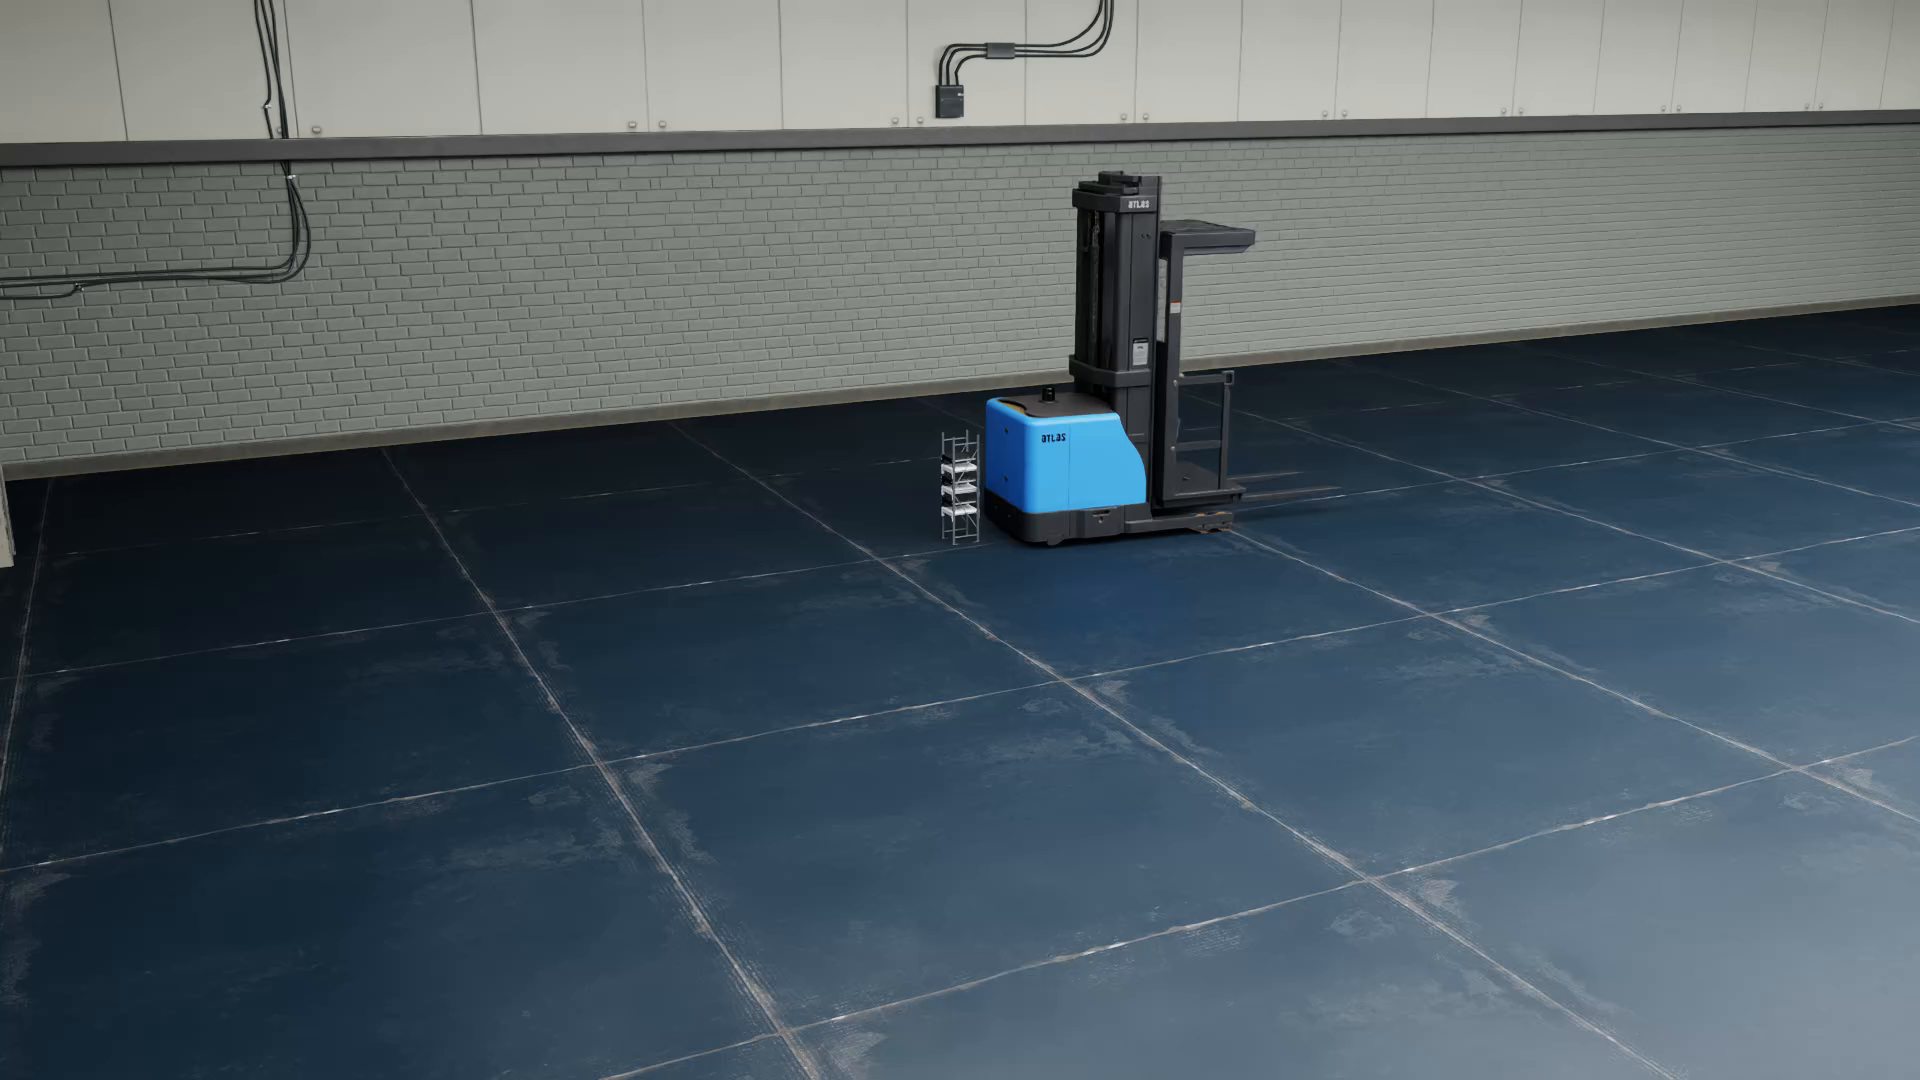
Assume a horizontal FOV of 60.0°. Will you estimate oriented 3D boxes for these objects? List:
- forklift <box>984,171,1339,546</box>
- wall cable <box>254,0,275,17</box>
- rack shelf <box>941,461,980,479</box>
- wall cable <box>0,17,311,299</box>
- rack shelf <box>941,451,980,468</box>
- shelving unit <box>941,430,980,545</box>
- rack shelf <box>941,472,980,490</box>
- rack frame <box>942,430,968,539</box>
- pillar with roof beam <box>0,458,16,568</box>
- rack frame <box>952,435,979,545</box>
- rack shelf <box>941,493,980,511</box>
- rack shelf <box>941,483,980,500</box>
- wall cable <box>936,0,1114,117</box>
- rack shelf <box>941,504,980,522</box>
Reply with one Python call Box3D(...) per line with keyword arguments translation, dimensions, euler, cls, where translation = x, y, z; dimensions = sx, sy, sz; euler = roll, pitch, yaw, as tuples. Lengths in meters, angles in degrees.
Box3D(translation=(1.777, -1.592, 13.986), dimensions=(3.031, 2.935, 1.130), euler=(-6, 17, -19), cls="forklift")
Box3D(translation=(-5.319, -6.304, 15.876), dimensions=(3.097, 2.526, 0.112), euler=(-8, 18, -25), cls="wall cable")
Box3D(translation=(0.004, -0.572, 13.579), dimensions=(0.258, 0.077, 0.200), euler=(-8, 18, -25), cls="rack shelf")
Box3D(translation=(-7.750, -3.549, 15.434), dimensions=(3.097, 2.526, 0.112), euler=(-8, 18, -25), cls="wall cable")
Box3D(translation=(0.004, -0.658, 13.554), dimensions=(0.258, 0.077, 0.200), euler=(-8, 18, -25), cls="rack shelf")
Box3D(translation=(0.004, -0.431, 13.620), dimensions=(0.258, 0.900, 0.210), euler=(-8, 18, -25), cls="shelving unit")
Box3D(translation=(0.004, -0.485, 13.604), dimensions=(0.258, 0.077, 0.200), euler=(-8, 18, -25), cls="rack shelf")
Box3D(translation=(-0.041, -0.456, 13.707), dimensions=(0.240, 0.900, 0.006), euler=(-8, 18, -25), cls="rack frame")
Box3D(translation=(-3.779, -4.672, 13.716), dimensions=(9.100, 9.000, 0.400), euler=(-8, 18, -25), cls="pillar with roof beam")
Box3D(translation=(0.048, -0.405, 13.532), dimensions=(0.240, 0.900, 0.006), euler=(-8, 18, -25), cls="rack frame")
Box3D(translation=(0.004, -0.312, 13.654), dimensions=(0.258, 0.077, 0.200), euler=(-8, 18, -25), cls="rack shelf")
Box3D(translation=(0.004, -0.398, 13.629), dimensions=(0.258, 0.077, 0.200), euler=(-8, 18, -25), cls="rack shelf")
Box3D(translation=(0.790, -7.820, 18.520), dimensions=(2.305, 6.003, 0.169), euler=(-8, 18, -25), cls="wall cable")
Box3D(translation=(0.004, -0.225, 13.678), dimensions=(0.258, 0.077, 0.200), euler=(-8, 18, -25), cls="rack shelf")
